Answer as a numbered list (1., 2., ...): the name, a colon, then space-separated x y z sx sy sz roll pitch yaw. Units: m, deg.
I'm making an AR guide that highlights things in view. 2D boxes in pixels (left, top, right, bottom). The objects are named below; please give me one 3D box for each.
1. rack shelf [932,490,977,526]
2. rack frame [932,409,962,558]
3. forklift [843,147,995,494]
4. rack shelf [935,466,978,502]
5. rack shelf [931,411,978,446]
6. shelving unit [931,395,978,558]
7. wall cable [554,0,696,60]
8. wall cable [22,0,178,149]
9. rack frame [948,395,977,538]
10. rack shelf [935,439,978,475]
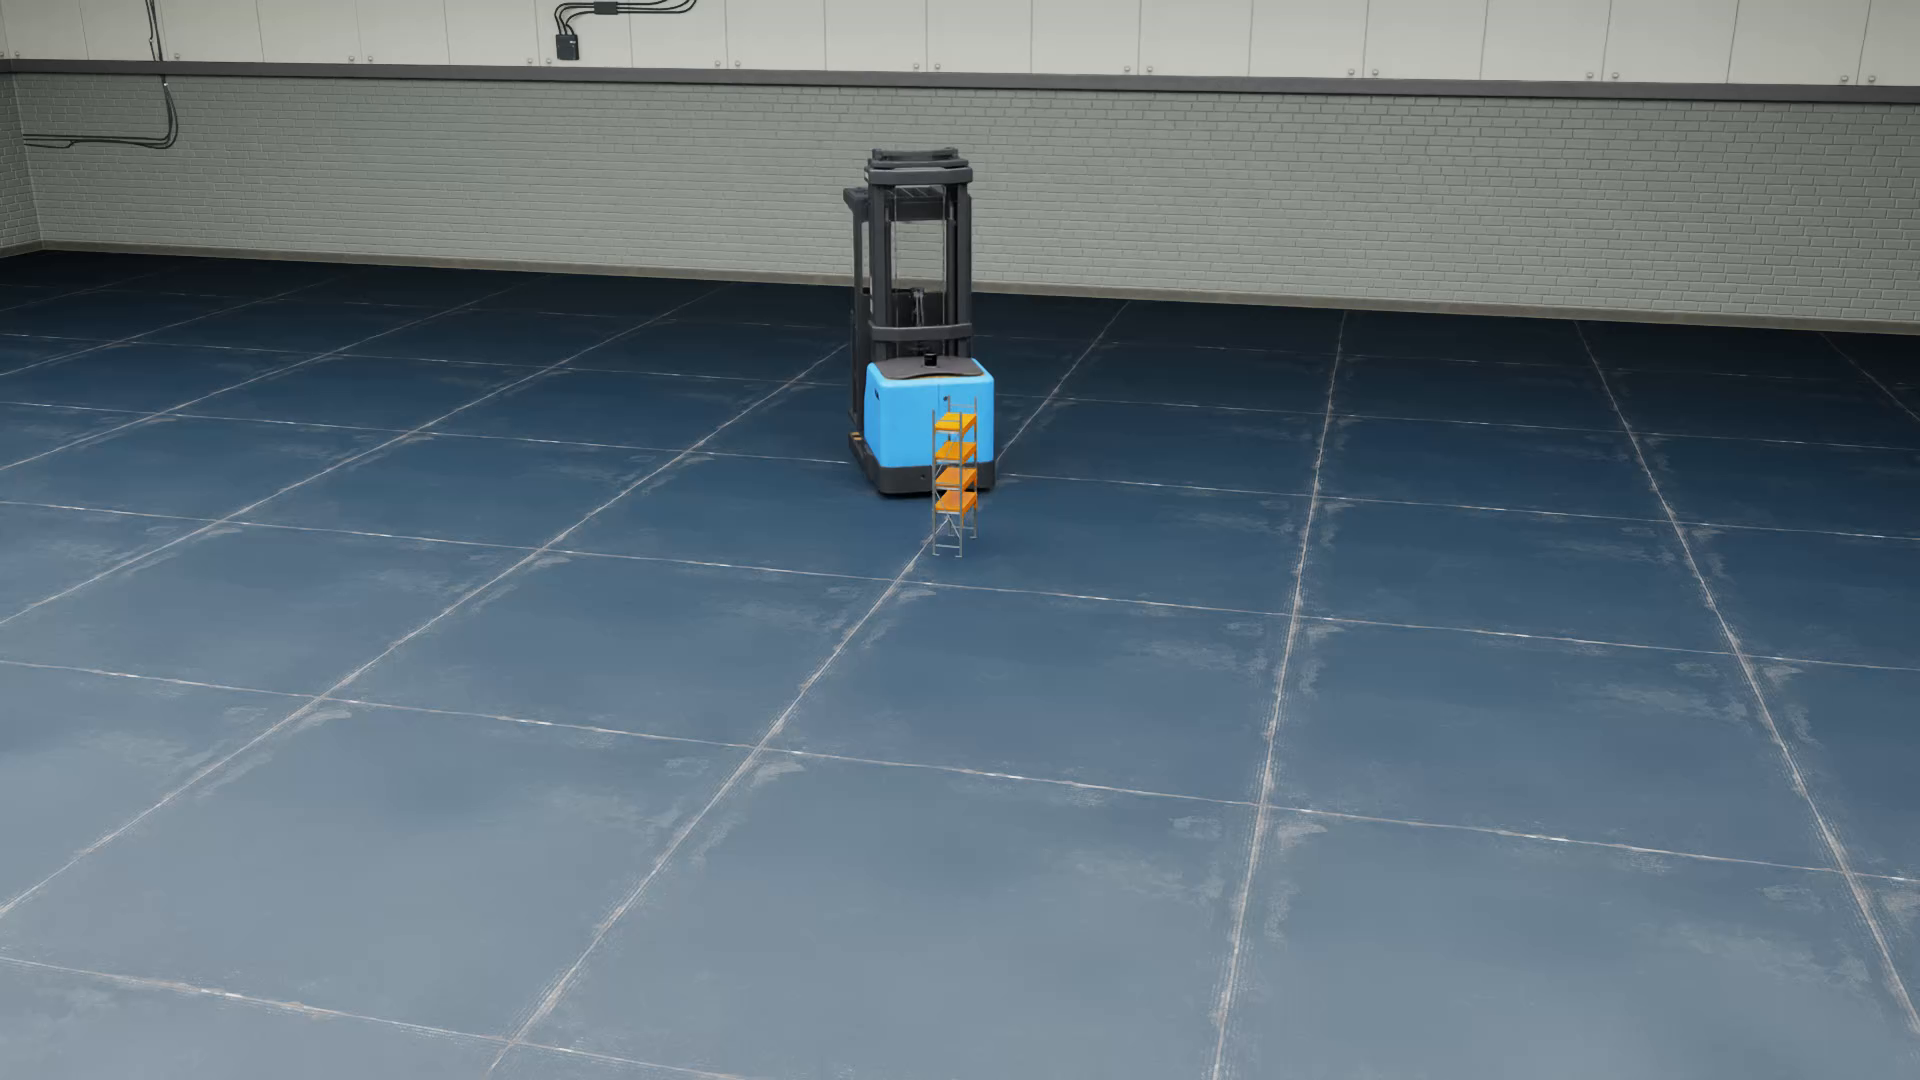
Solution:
1. rack shelf: -0.040 -0.264 13.428 0.258 0.148 0.480 5 19 13
2. rack frame: -0.100 -0.439 13.118 0.240 1.200 0.015 5 19 13
3. forklift: -0.484 -2.234 15.693 1.130 2.935 3.031 -4 19 -11
4. rack shelf: -0.040 -0.452 13.363 0.258 0.148 0.480 5 19 13
5. rack shelf: -0.040 -0.888 13.215 0.258 0.148 0.480 5 19 13
6. shelving unit: -0.040 -0.516 13.342 0.258 1.200 0.503 5 19 13
7. wall cable: -4.846 -9.887 23.451 2.305 6.003 0.169 5 19 13
8. wall cable: -14.048 -7.563 26.712 3.097 2.526 0.112 5 19 13
9. rack frame: 0.019 -0.592 13.566 0.240 1.200 0.015 5 19 13
10. rack shelf: -0.040 -0.664 13.291 0.258 0.148 0.480 5 19 13
